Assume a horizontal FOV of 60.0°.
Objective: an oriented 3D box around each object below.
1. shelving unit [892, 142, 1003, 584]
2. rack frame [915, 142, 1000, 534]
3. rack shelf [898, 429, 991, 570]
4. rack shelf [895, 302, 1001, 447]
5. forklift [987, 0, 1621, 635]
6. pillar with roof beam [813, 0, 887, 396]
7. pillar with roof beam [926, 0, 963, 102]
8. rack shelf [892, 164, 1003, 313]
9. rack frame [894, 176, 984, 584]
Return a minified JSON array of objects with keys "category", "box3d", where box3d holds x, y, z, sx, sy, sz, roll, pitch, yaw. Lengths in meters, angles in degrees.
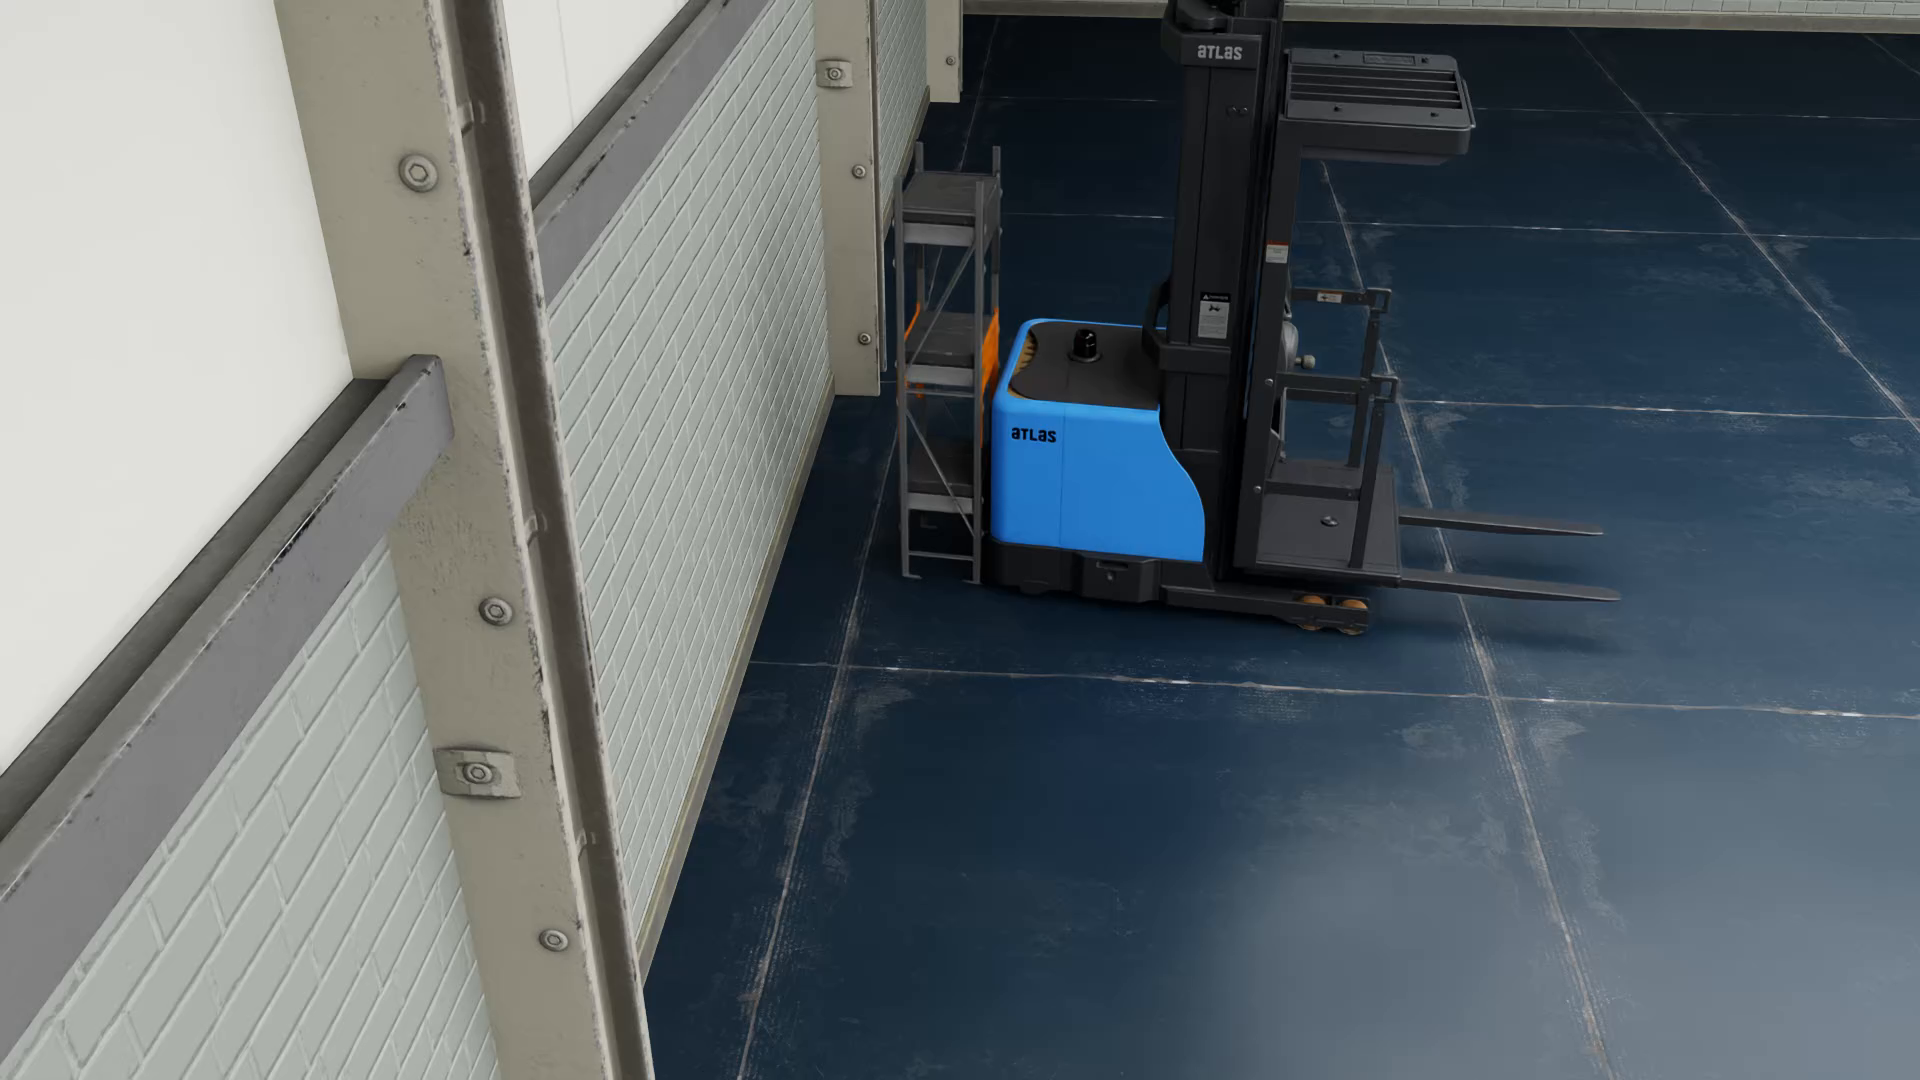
[{"category":"shelving unit","box3d":[-0.054,-0.818,8.076,0.431,2.100,0.503,5,32,8]},{"category":"rack frame","box3d":[-0.012,-0.944,8.281,0.400,2.100,0.015,5,32,8]},{"category":"rack shelf","box3d":[-0.054,-0.211,8.450,0.431,0.518,0.480,5,32,8]},{"category":"rack shelf","box3d":[-0.054,-0.807,8.083,0.431,0.518,0.480,5,32,8]},{"category":"forklift","box3d":[1.704,-1.096,7.735,3.031,2.935,1.130,6,32,9]},{"category":"pillar with roof beam","box3d":[3.658,-4.638,7.699,9.100,9.000,0.400,2,32,4]},{"category":"pillar with roof beam","box3d":[4.146,-7.776,12.790,9.100,9.000,0.400,2,32,4]},{"category":"rack shelf","box3d":[-0.053,-1.403,7.716,0.431,0.518,0.480,5,32,8]},{"category":"rack frame","box3d":[-0.095,-0.693,7.871,0.400,2.100,0.015,5,32,8]}]
